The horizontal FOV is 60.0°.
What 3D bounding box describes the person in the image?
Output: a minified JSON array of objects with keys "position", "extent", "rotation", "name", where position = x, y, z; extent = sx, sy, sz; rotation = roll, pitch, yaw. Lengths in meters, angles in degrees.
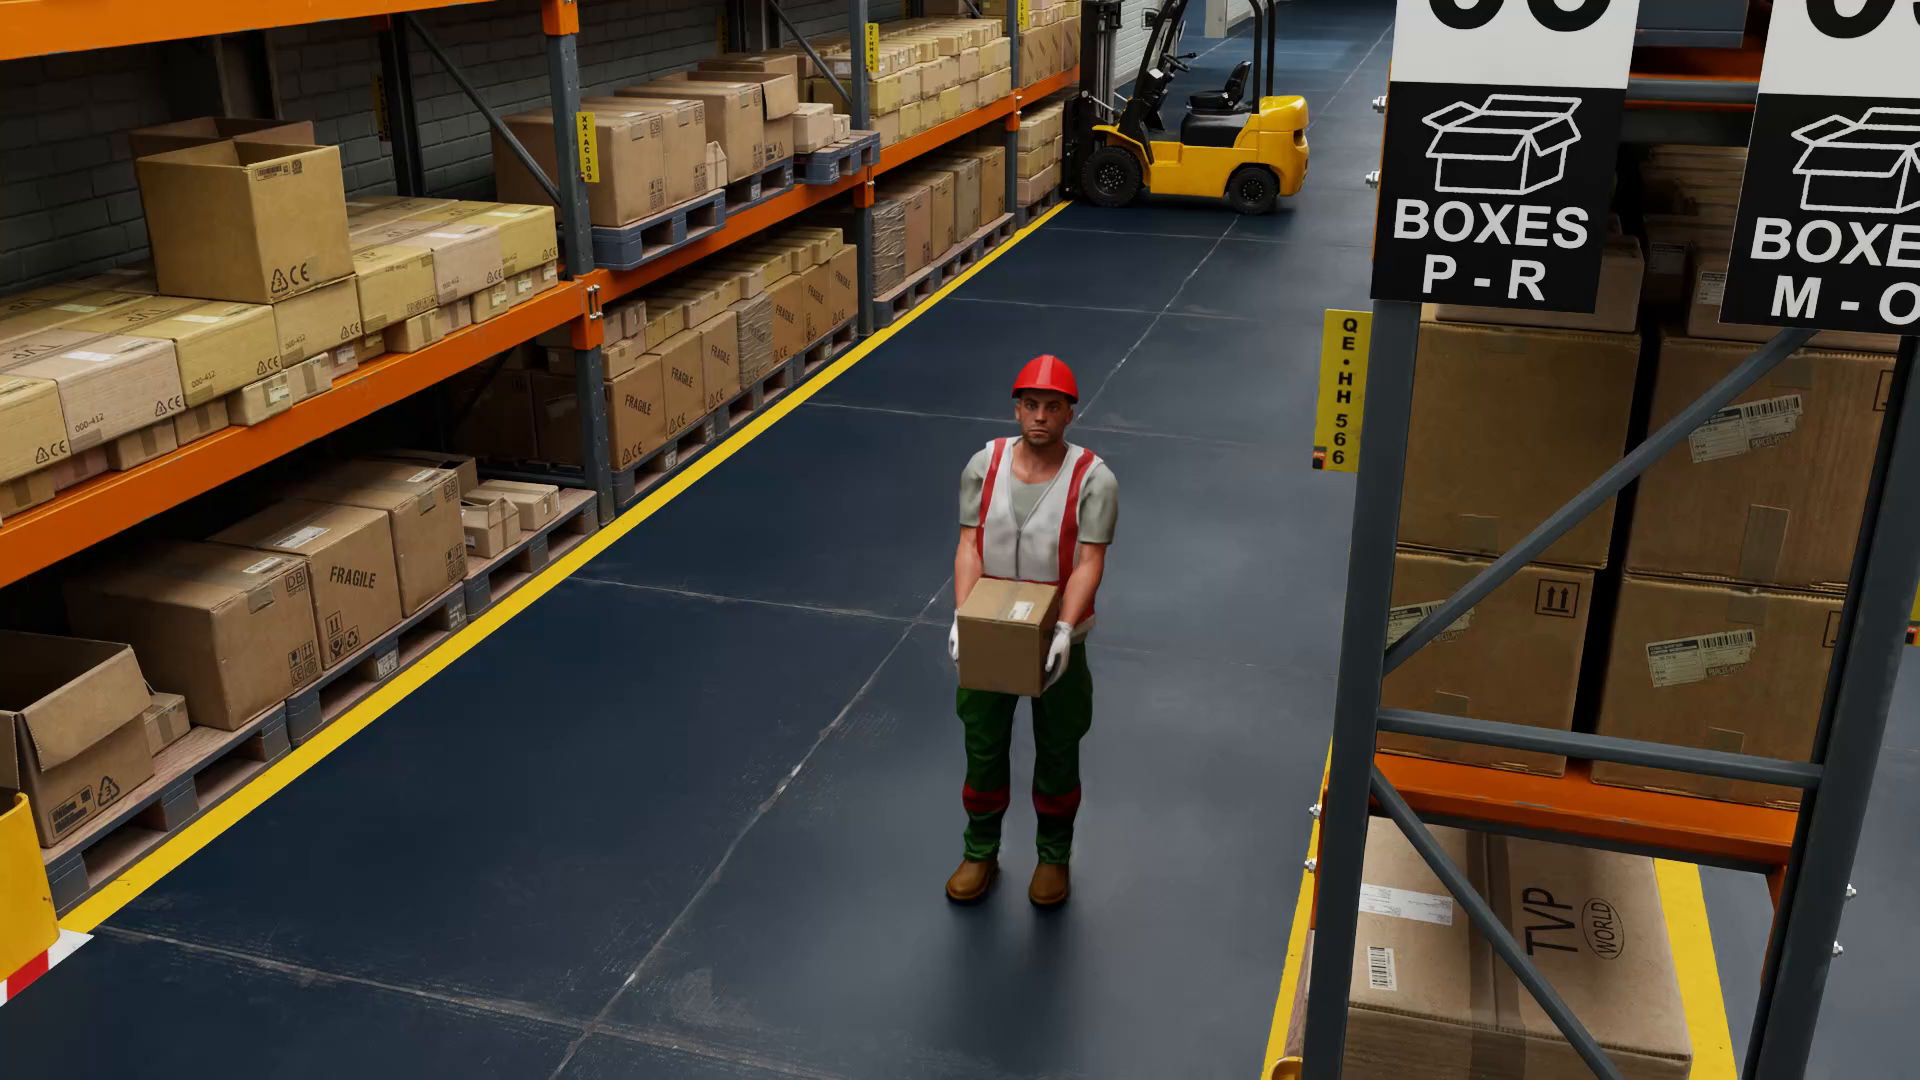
[{"position":[0.208,0.329,5.227],"extent":[0.508,1.793,0.552],"rotation":[6,23,15],"name":"person"}]
